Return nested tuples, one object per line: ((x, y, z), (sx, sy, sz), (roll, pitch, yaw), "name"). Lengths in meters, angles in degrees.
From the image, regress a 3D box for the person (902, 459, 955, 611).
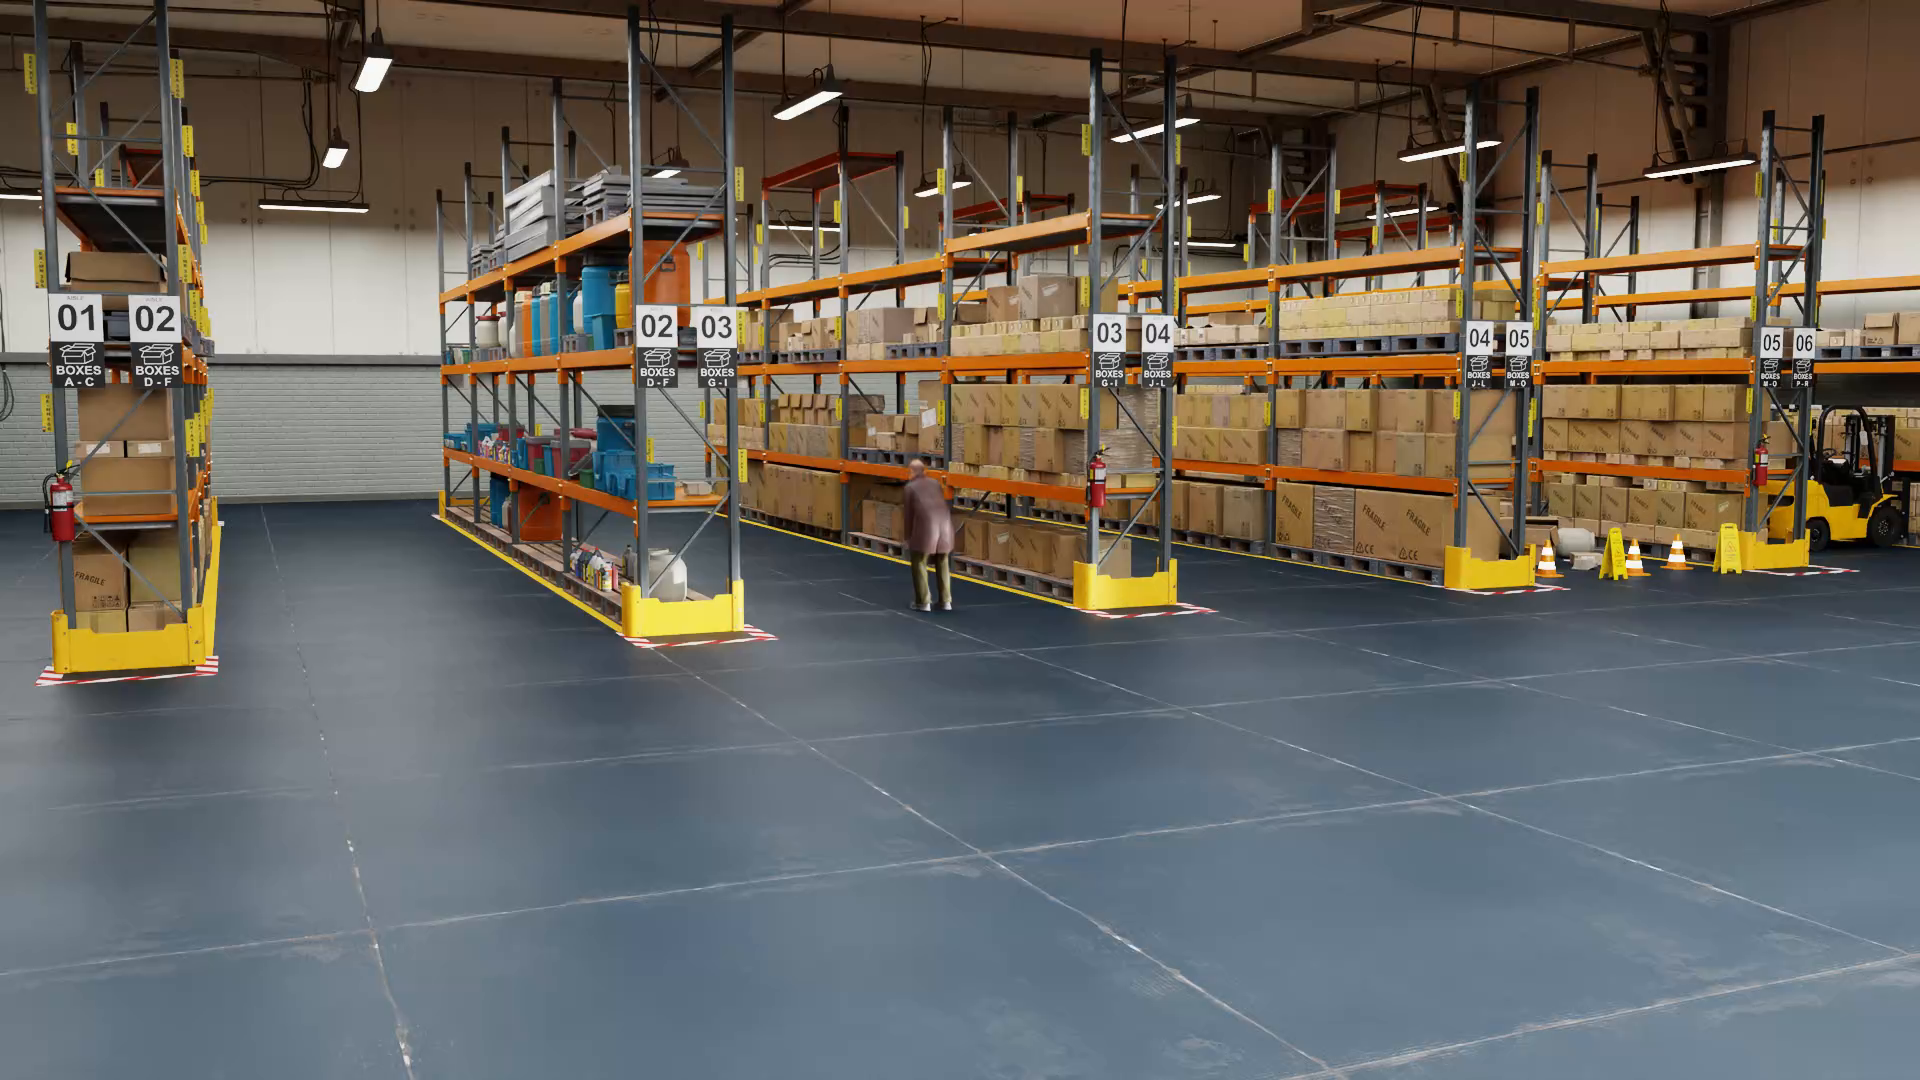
((-0.362, -0.056, 18.168), (0.544, 1.626, 0.697), (-2, 6, -25), "person")
